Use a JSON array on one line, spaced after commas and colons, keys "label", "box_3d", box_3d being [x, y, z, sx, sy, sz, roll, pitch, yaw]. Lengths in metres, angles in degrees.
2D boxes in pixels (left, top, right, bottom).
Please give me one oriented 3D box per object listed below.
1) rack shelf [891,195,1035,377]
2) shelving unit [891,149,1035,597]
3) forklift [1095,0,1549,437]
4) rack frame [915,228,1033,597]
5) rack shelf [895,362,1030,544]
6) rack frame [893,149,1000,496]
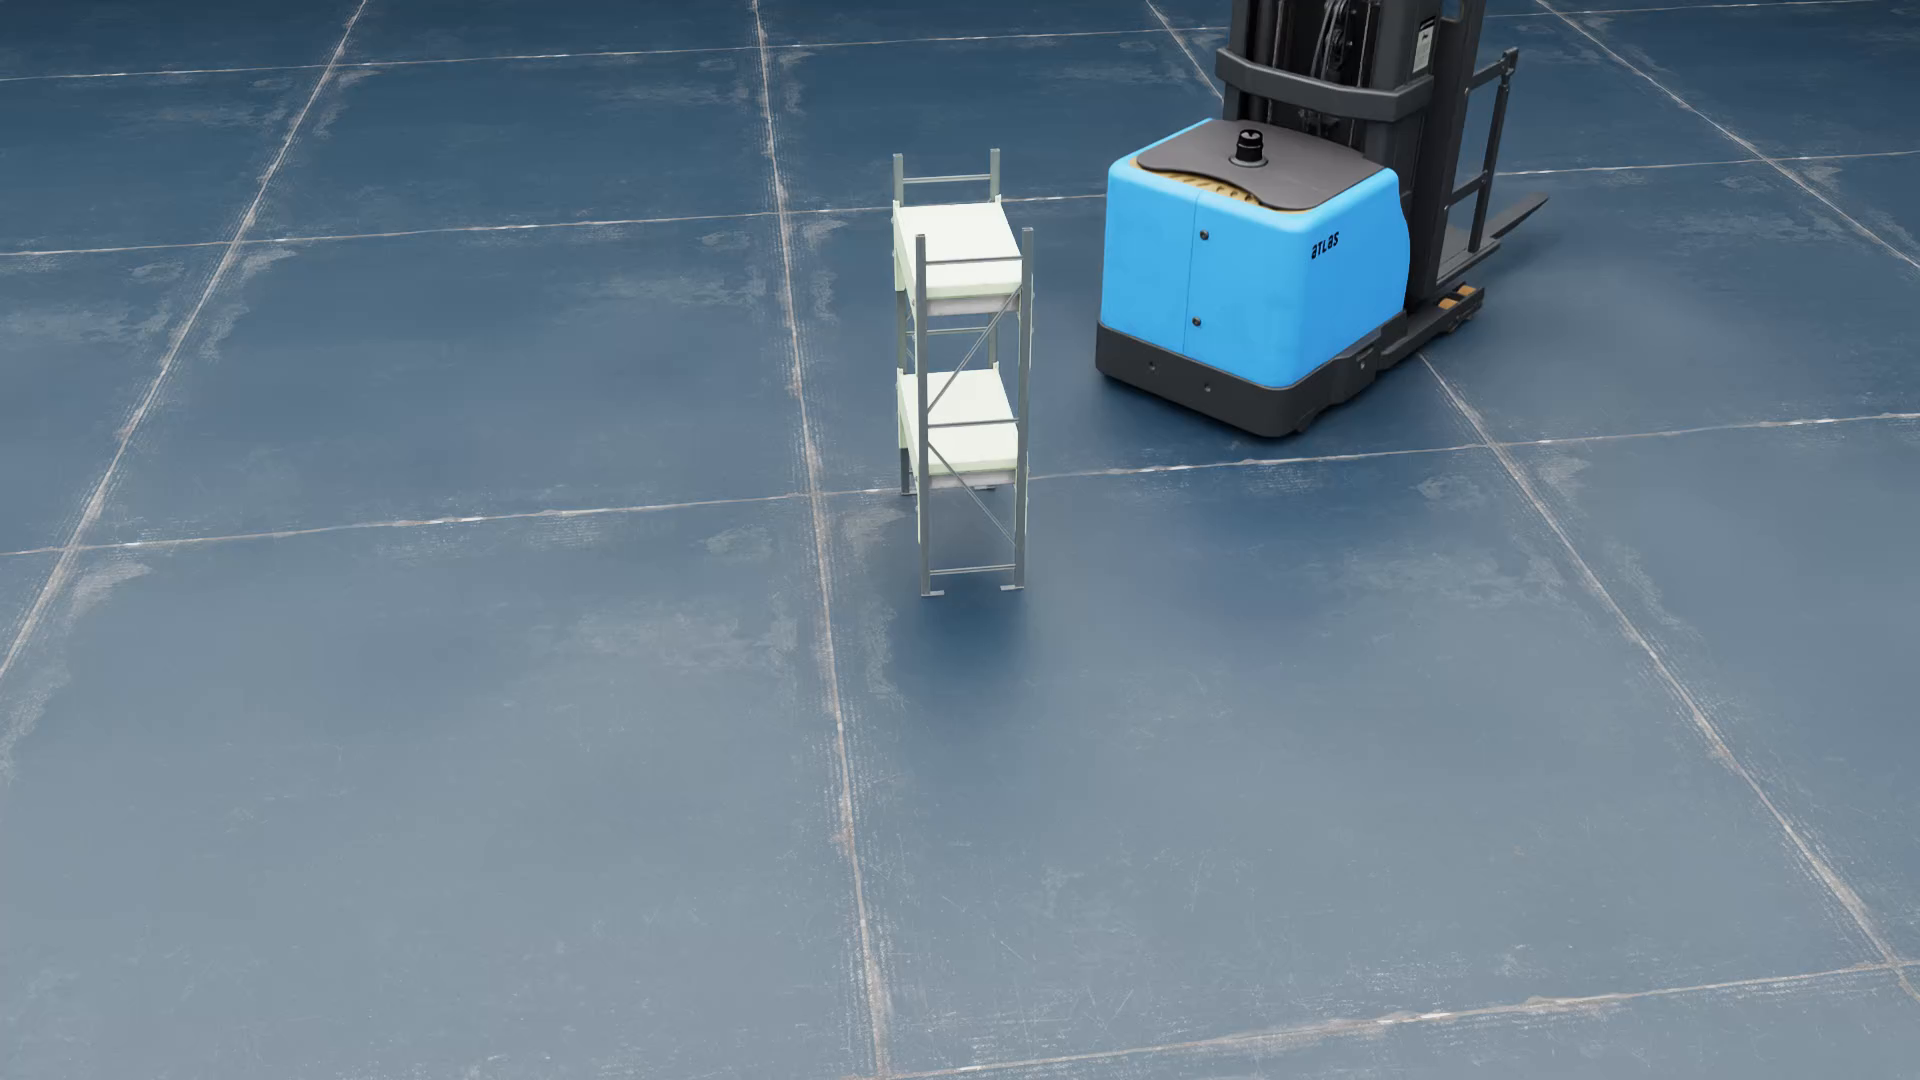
[{"label": "rack shelf", "box_3d": [-0.001, -0.946, 6.113, 0.431, 0.370, 0.720, -4, 35, -6]}, {"label": "shelving unit", "box_3d": [-0.001, -0.623, 6.333, 0.431, 1.500, 0.755, -4, 35, -6]}, {"label": "forklift", "box_3d": [1.987, -2.411, 7.685, 1.130, 2.935, 3.031, 26, 42, 33]}, {"label": "rack frame", "box_3d": [0.048, -0.419, 6.033, 0.400, 1.500, 0.023, -4, 35, -6]}, {"label": "rack shelf", "box_3d": [-0.001, -0.354, 6.517, 0.431, 0.370, 0.720, -4, 35, -6]}, {"label": "rack frame", "box_3d": [-0.050, -0.828, 6.633, 0.400, 1.500, 0.023, -4, 35, -6]}]
